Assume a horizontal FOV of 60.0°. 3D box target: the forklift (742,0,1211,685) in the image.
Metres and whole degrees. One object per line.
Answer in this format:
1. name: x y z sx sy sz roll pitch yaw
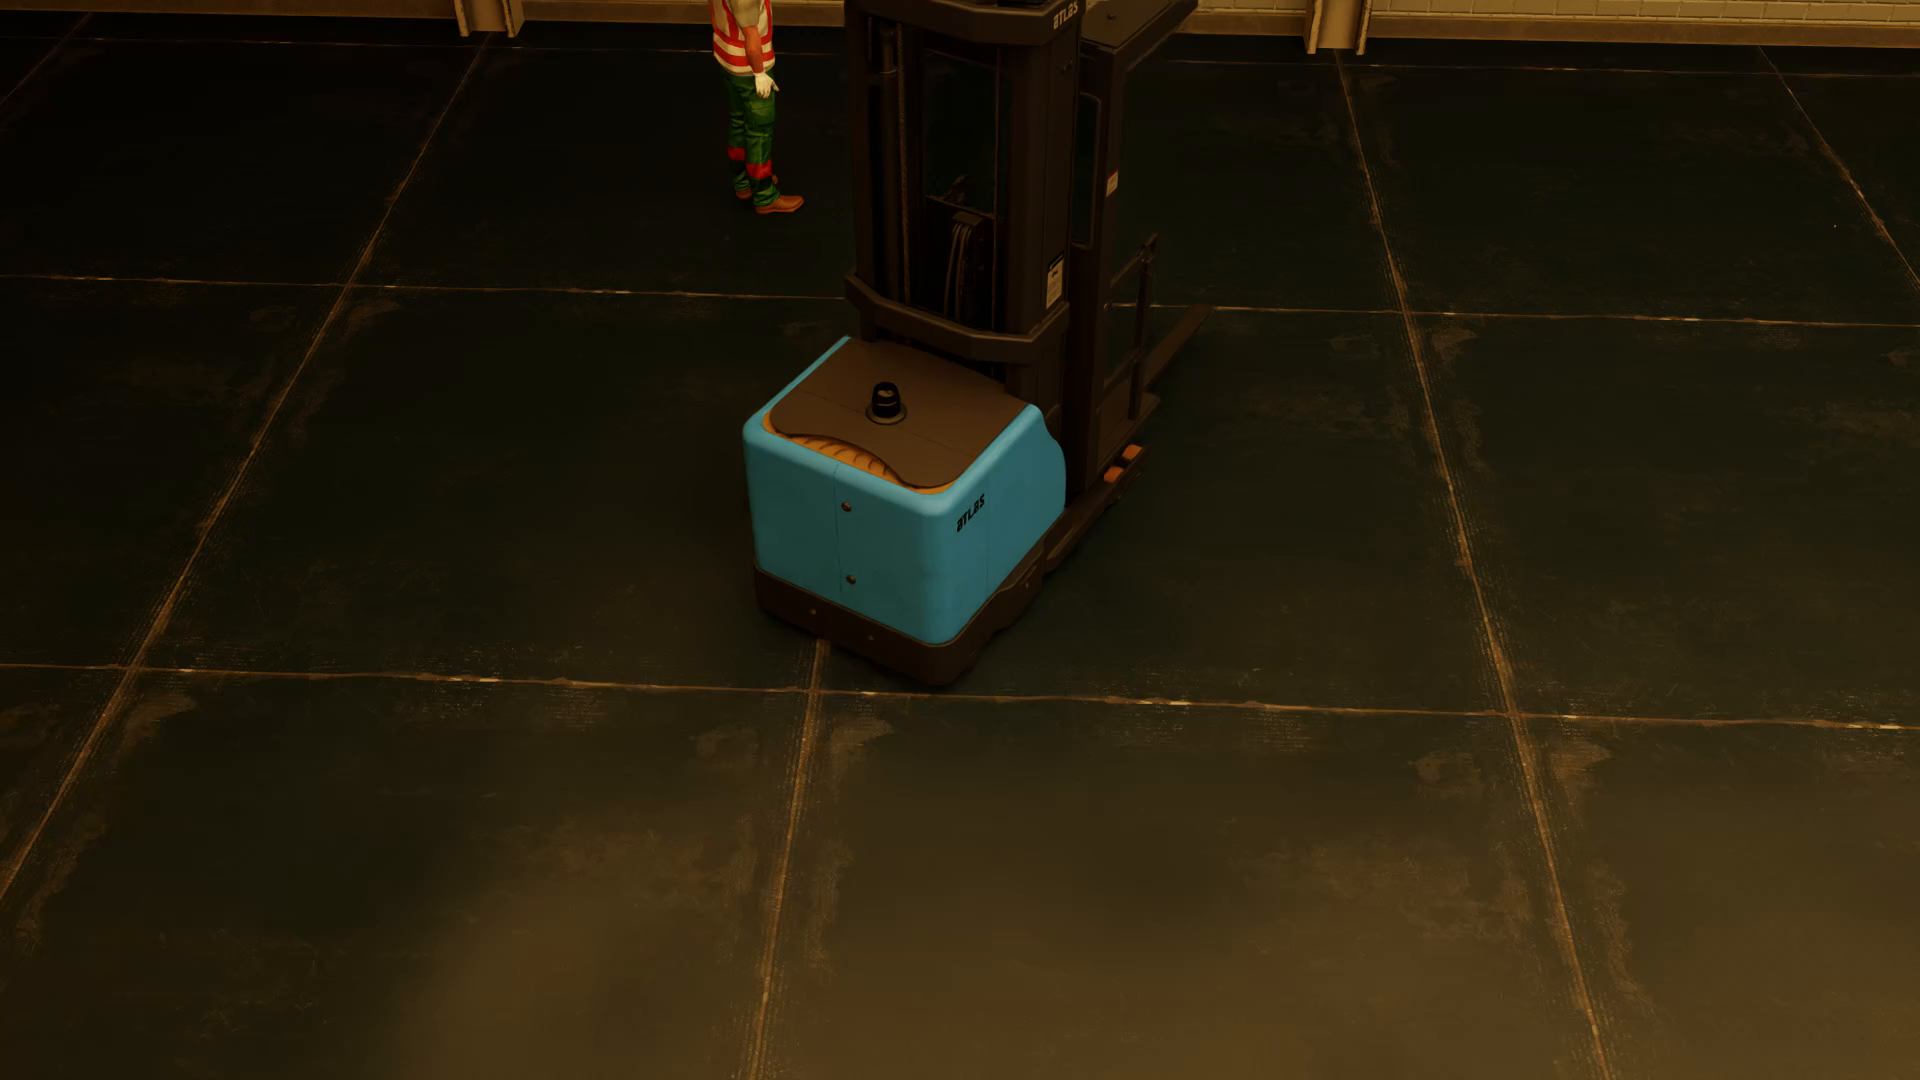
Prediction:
1. forklift: 0.280 -1.433 7.311 1.130 2.935 3.031 23 47 23

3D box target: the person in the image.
1. person: -1.218 -2.761 9.614 0.369 1.795 0.529 -22 47 -22
